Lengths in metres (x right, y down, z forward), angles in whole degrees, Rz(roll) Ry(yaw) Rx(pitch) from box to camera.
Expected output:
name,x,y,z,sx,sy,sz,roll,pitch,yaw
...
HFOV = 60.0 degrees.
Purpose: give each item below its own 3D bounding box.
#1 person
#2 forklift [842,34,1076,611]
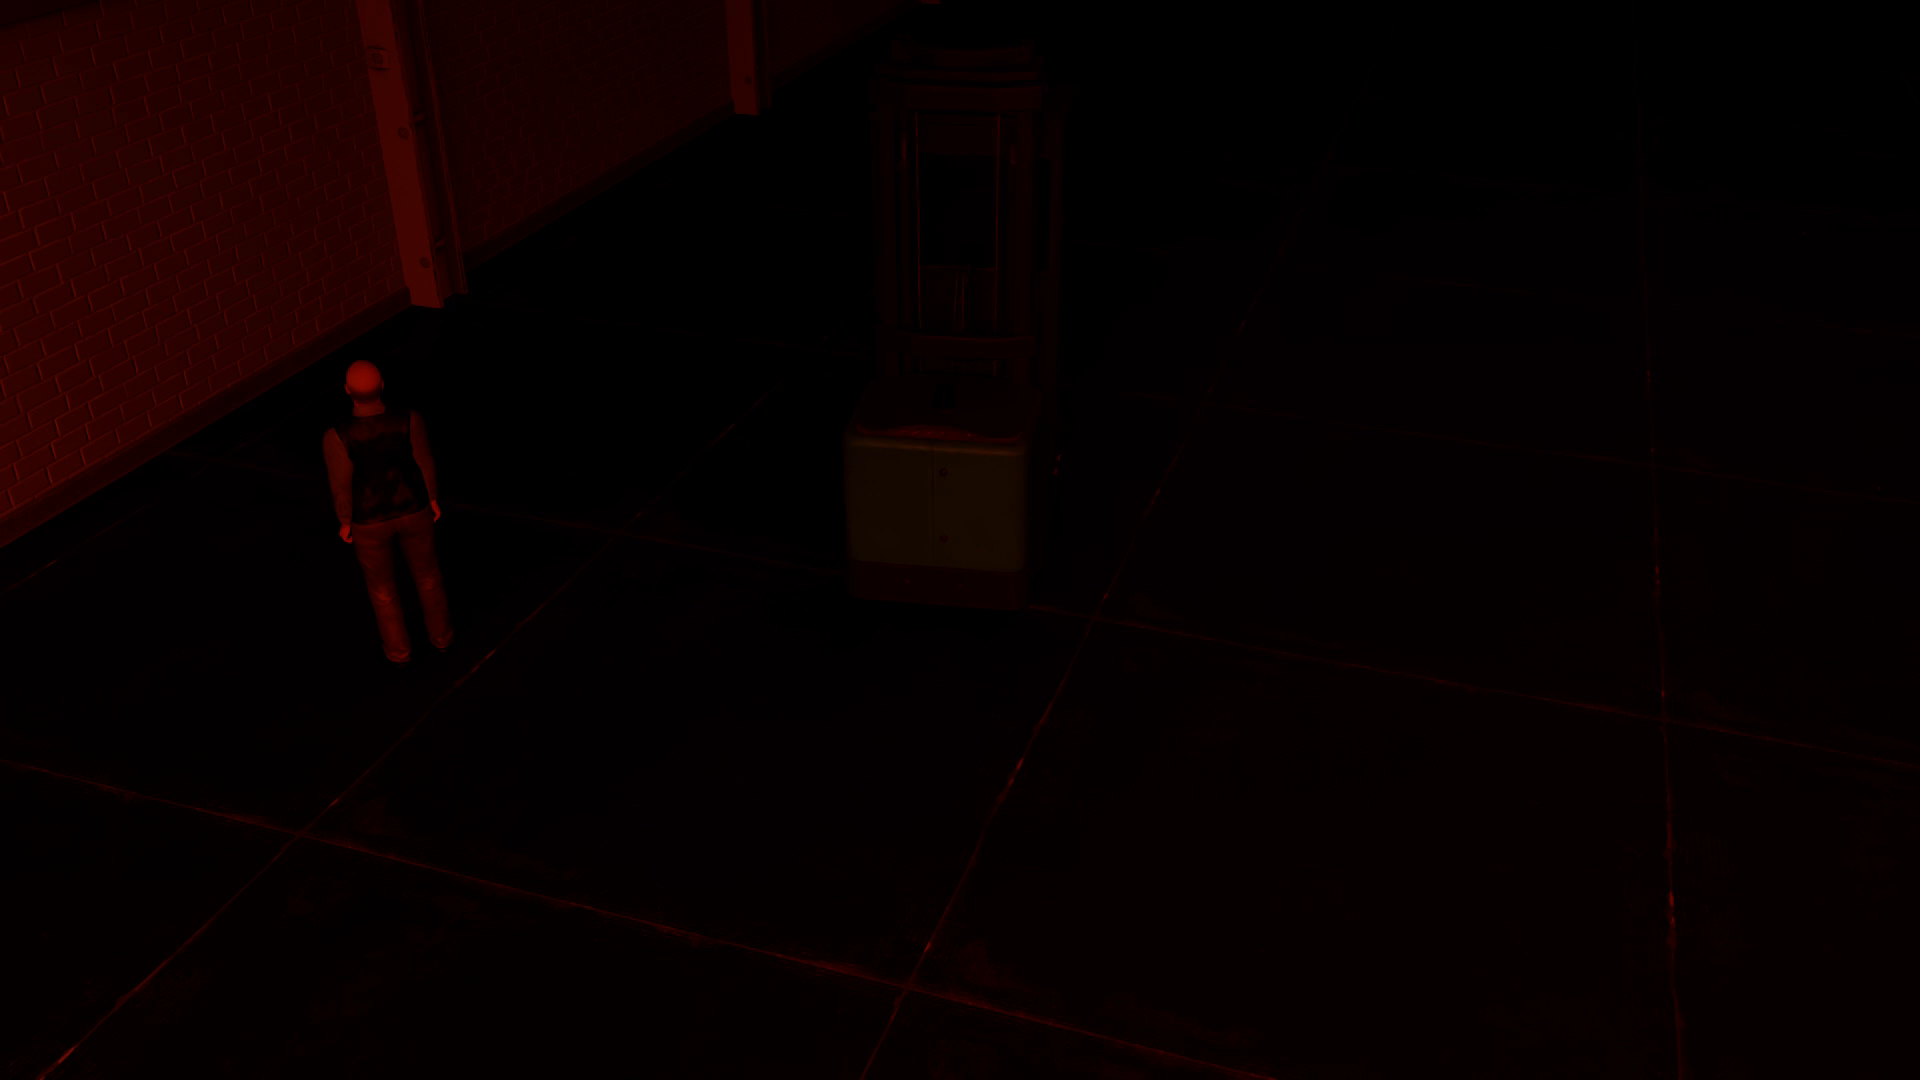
name,x,y,z,sx,sy,sz,roll,pitch,yaw
person,-2.954,-0.134,8.592,0.533,1.725,0.361,-18,34,-28
forklift,0.080,-1.589,9.923,1.130,2.935,3.031,4,30,8
